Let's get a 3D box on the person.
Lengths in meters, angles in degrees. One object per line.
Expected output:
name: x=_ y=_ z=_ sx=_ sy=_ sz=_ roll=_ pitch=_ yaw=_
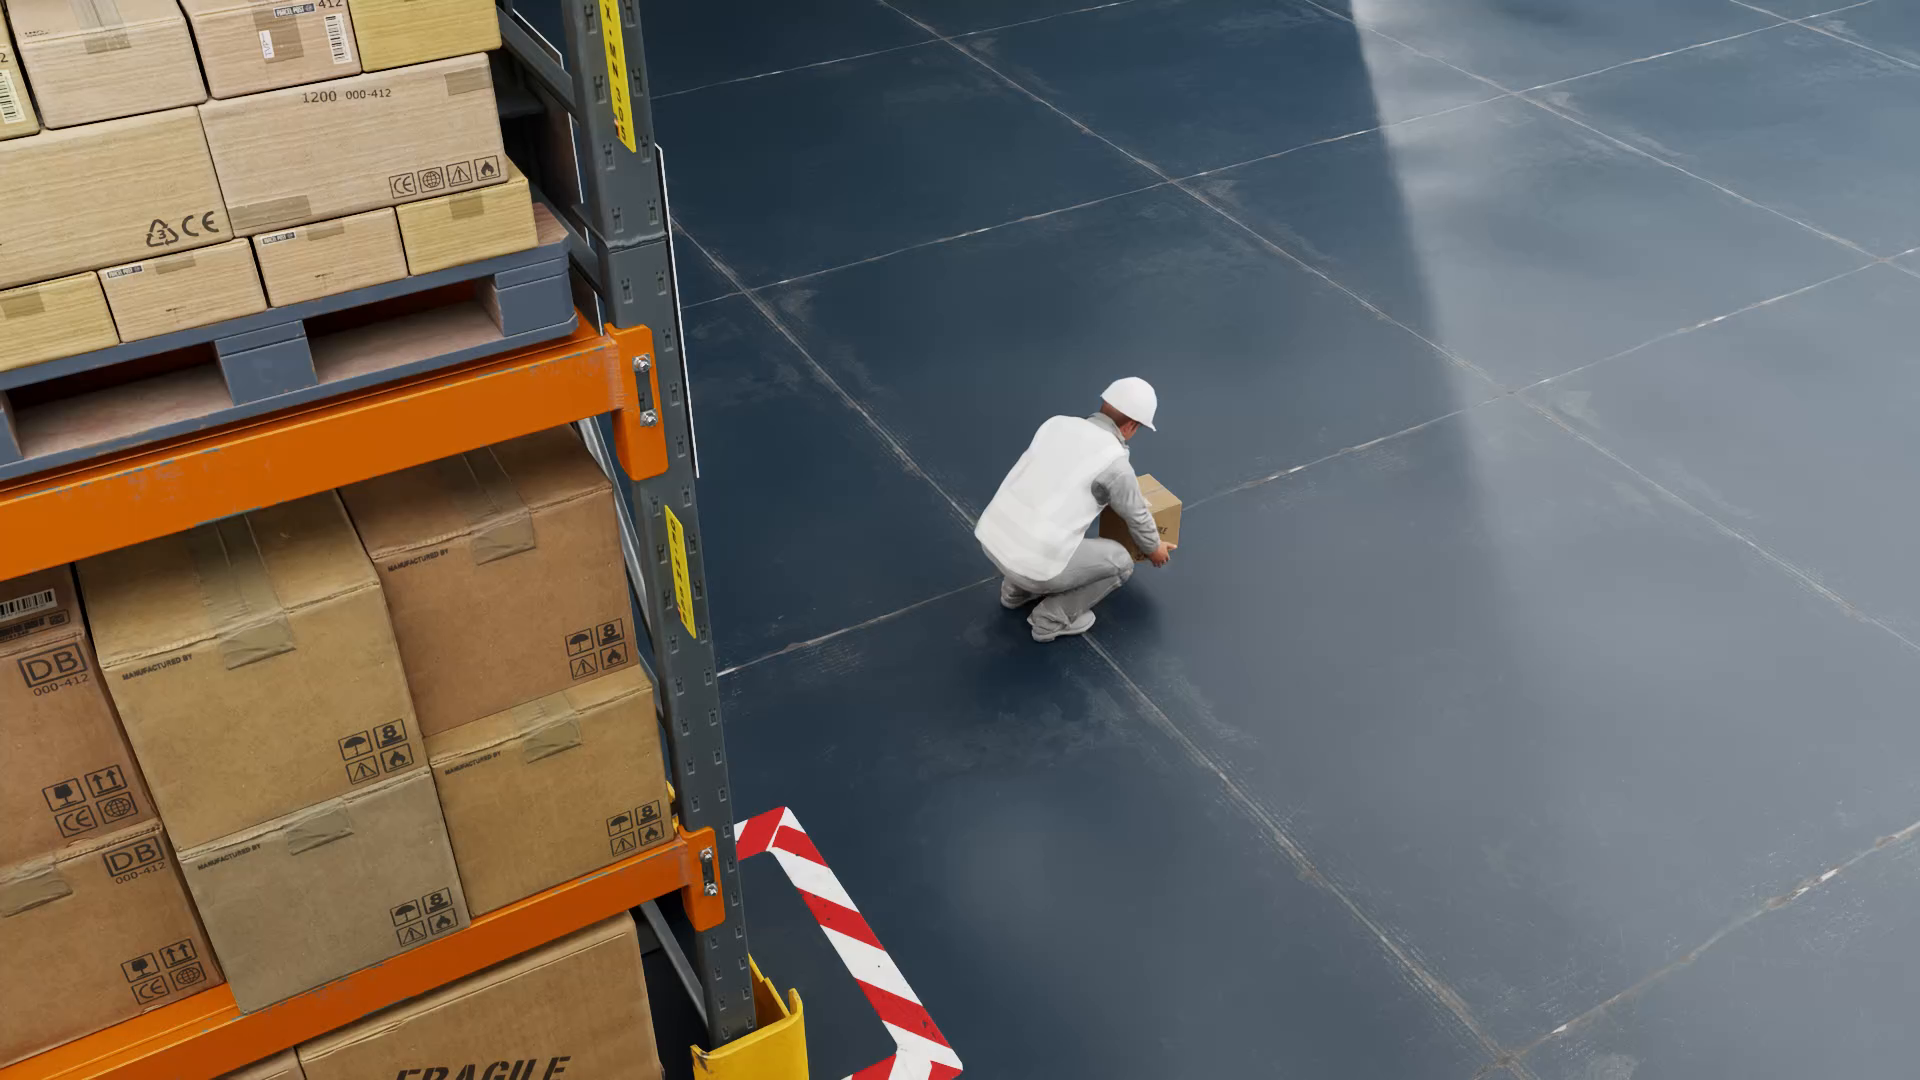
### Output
person: x=0.484 y=-0.136 z=6.959 sx=0.871 sy=1.015 sz=0.523 roll=-20 pitch=41 yaw=-24
